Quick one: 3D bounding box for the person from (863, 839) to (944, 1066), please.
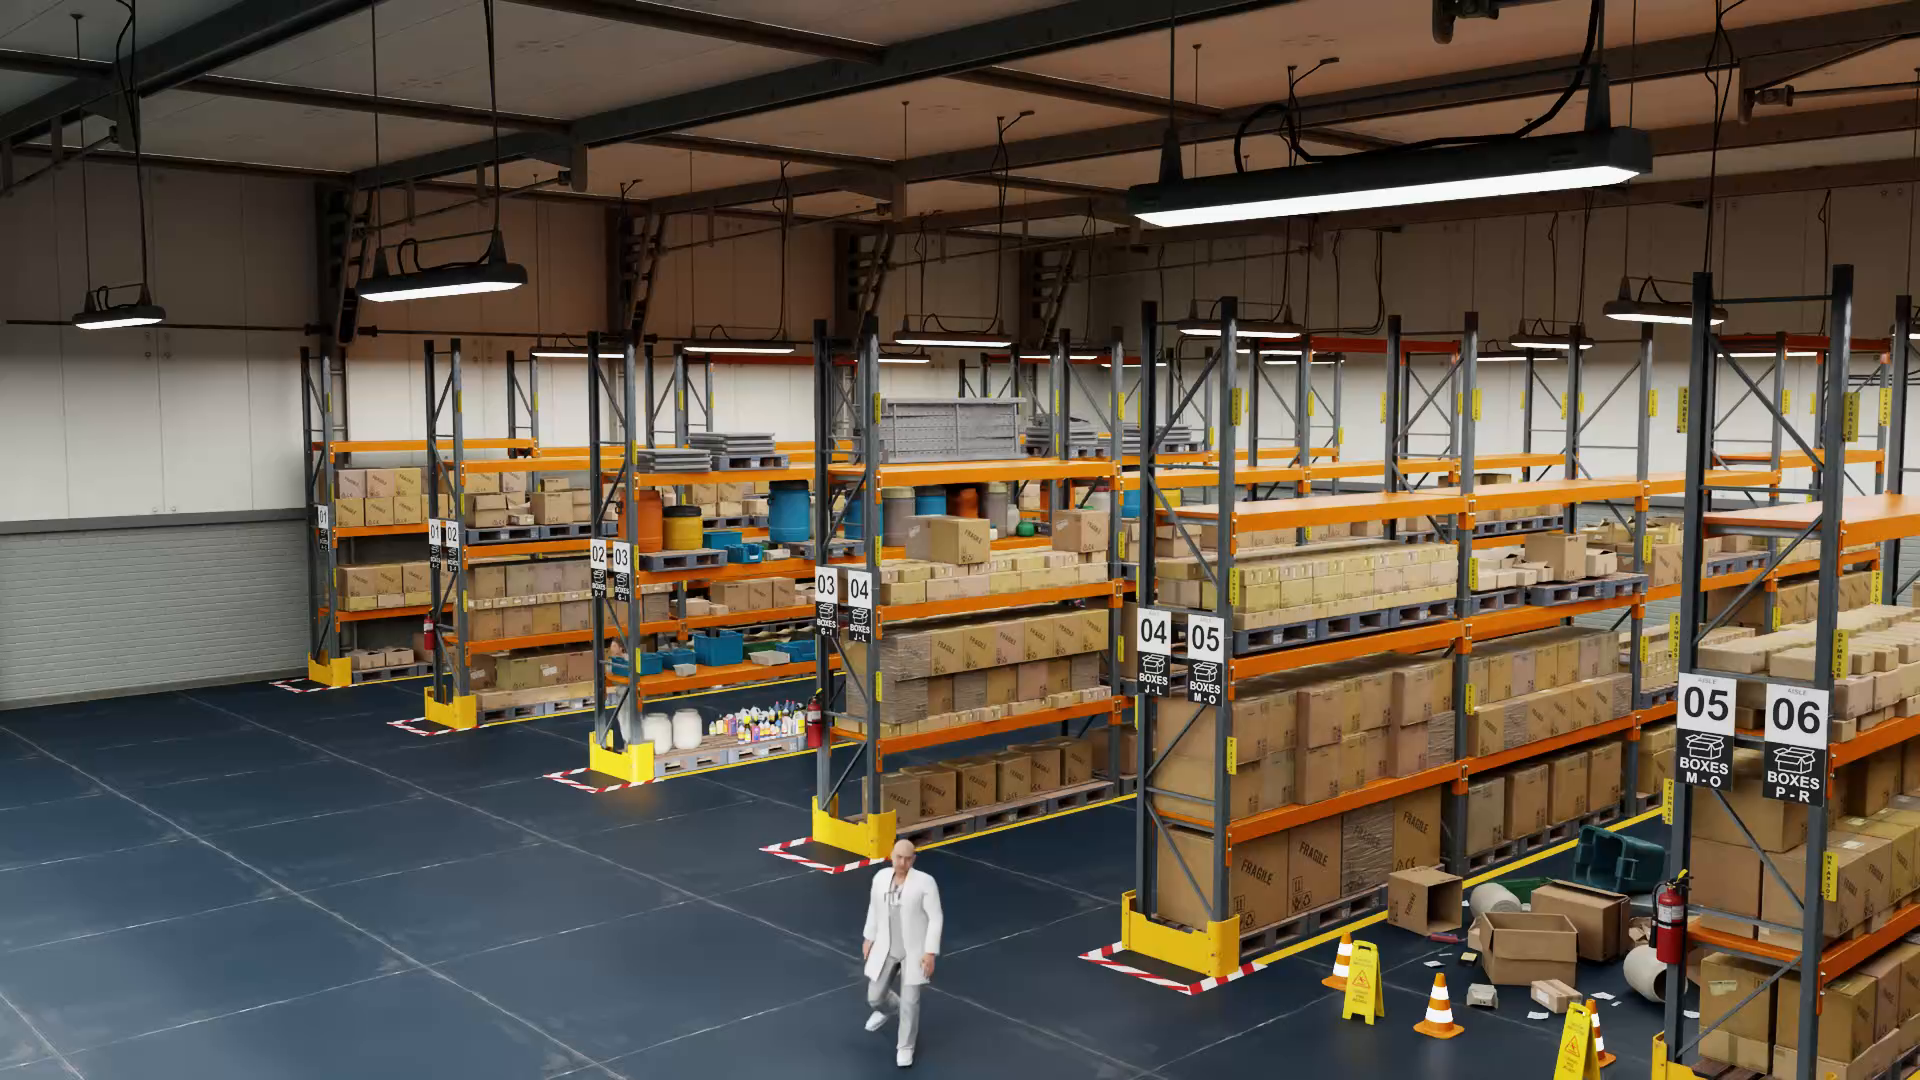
[{"bbox_3d":[-0.445,3.154,12.925,0.749,1.751,0.733,2,5,17],"label":"person"}]

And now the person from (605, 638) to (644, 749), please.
[{"bbox_3d":[-4.871,2.213,24.312,0.506,1.612,0.920,4,6,35],"label":"person"}]
